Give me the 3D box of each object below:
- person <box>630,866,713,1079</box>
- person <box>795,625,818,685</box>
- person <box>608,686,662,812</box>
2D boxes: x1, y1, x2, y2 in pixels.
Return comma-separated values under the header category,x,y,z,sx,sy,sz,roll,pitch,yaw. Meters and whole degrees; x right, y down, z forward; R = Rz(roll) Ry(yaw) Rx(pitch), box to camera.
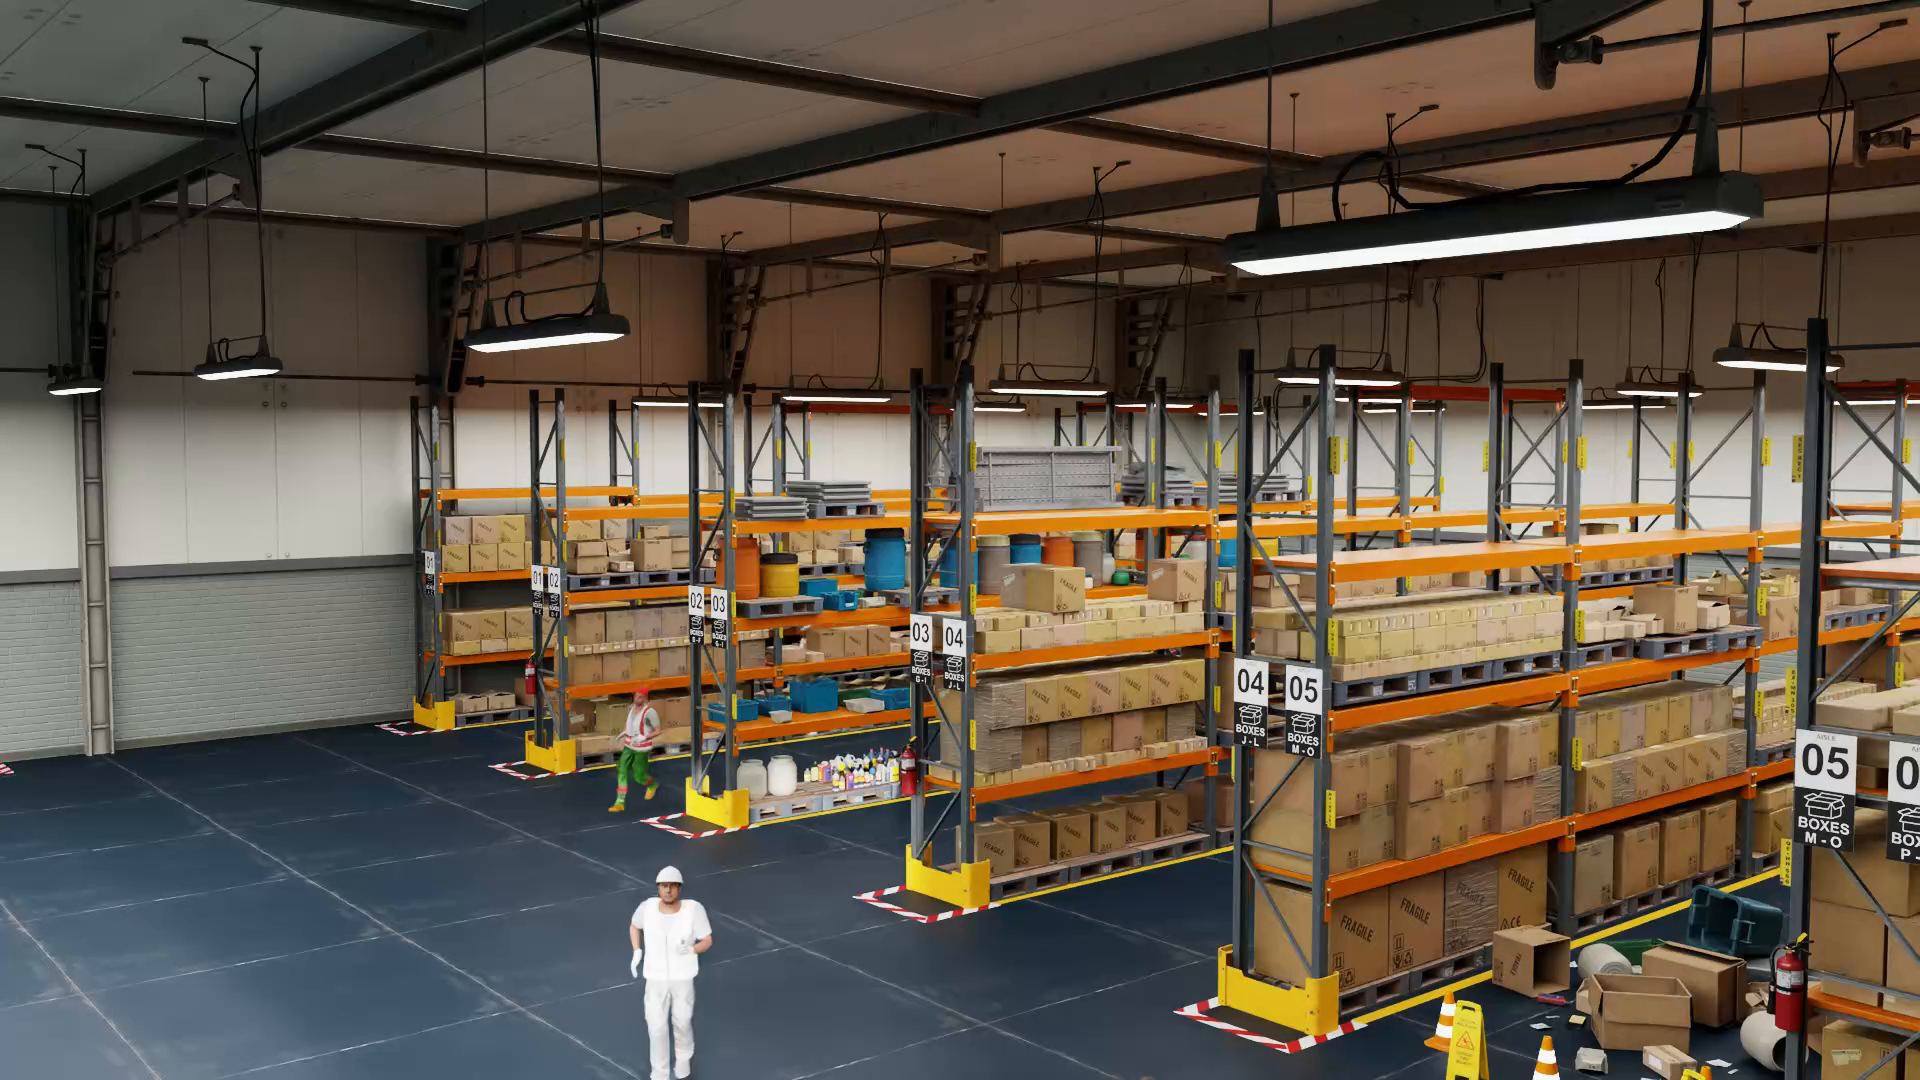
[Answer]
category,x,y,z,sx,sy,sz,roll,pitch,yaw
person,-2.293,3.481,13.177,0.668,1.810,0.818,0,3,-5
person,-2.908,2.458,31.724,0.828,1.668,0.617,-3,5,-42
person,-4.479,2.904,23.224,0.702,1.756,0.954,2,4,28
